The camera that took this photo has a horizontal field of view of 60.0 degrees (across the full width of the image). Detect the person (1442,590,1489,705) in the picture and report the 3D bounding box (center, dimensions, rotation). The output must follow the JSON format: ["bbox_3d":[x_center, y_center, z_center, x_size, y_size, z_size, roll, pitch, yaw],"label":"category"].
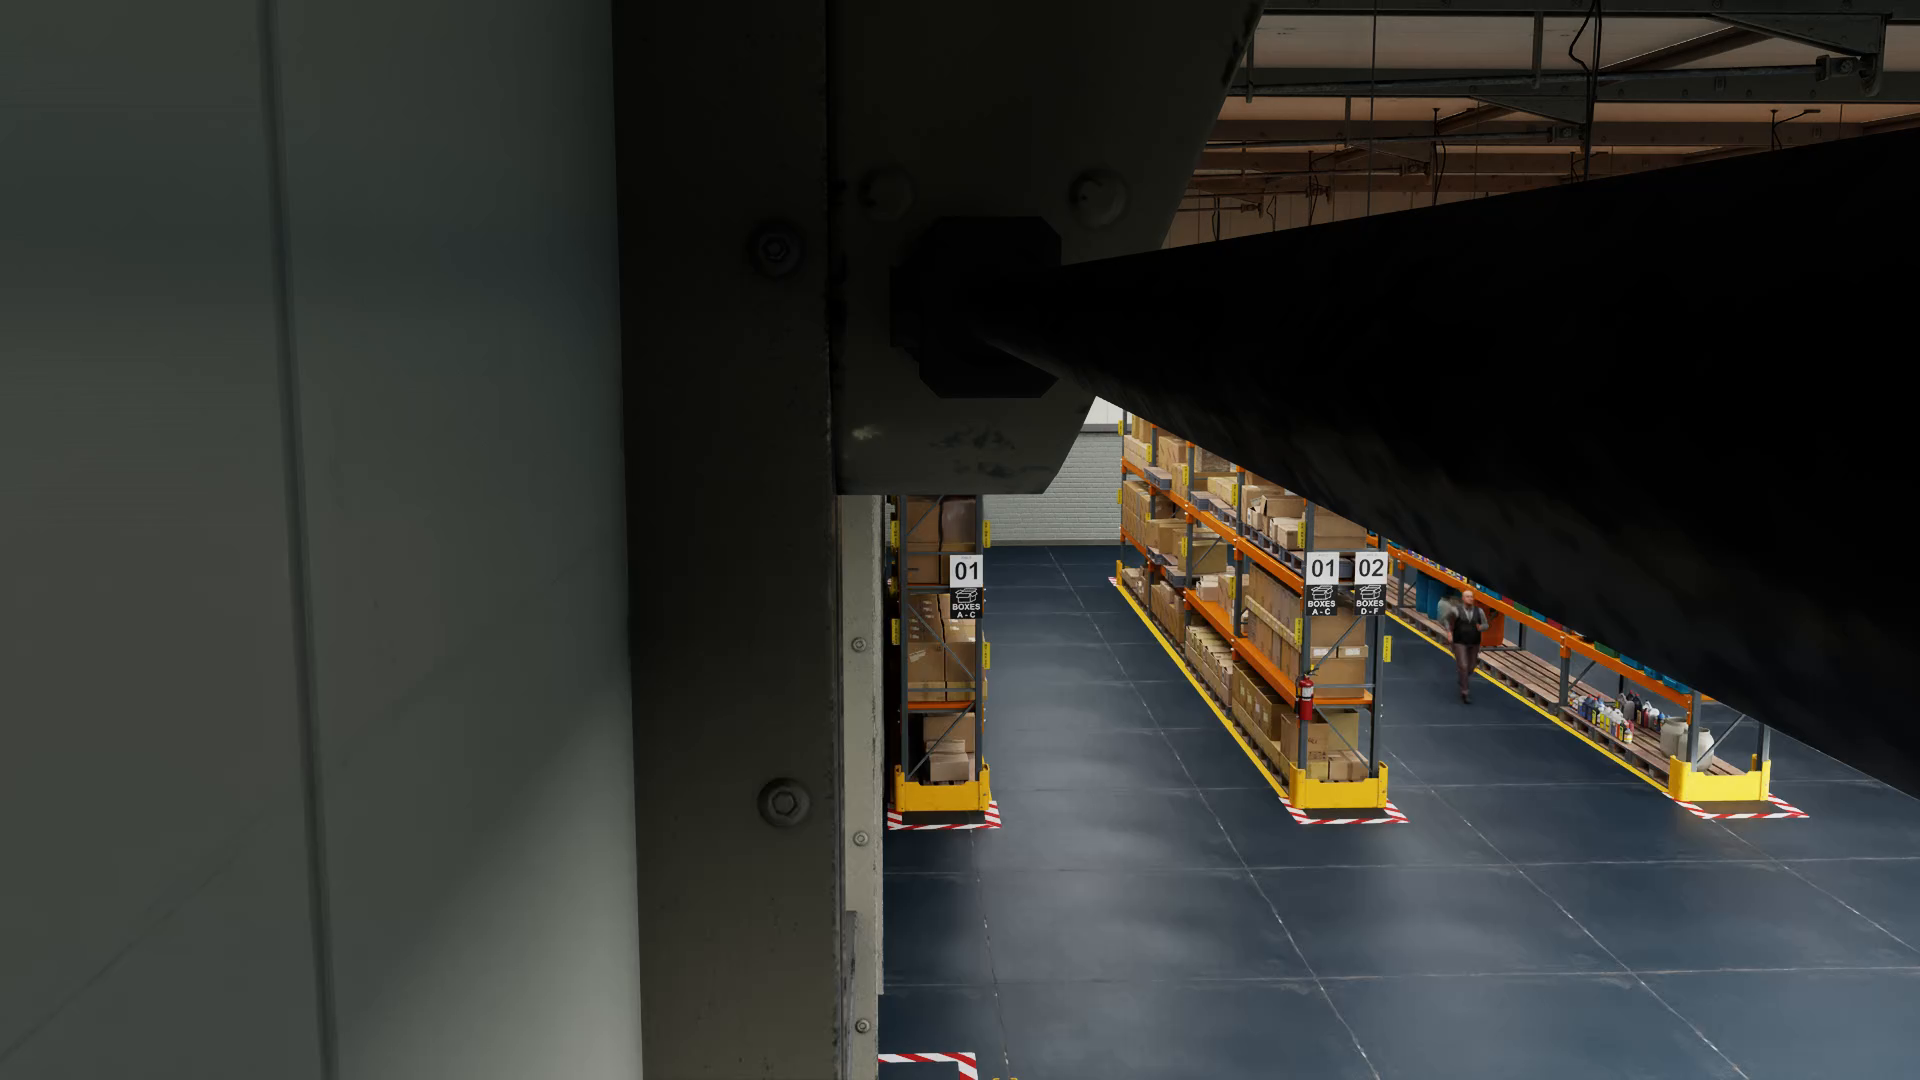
[{"bbox_3d":[7.914,1.635,25.992,0.655,1.712,0.964,0,8,-2],"label":"person"}]
